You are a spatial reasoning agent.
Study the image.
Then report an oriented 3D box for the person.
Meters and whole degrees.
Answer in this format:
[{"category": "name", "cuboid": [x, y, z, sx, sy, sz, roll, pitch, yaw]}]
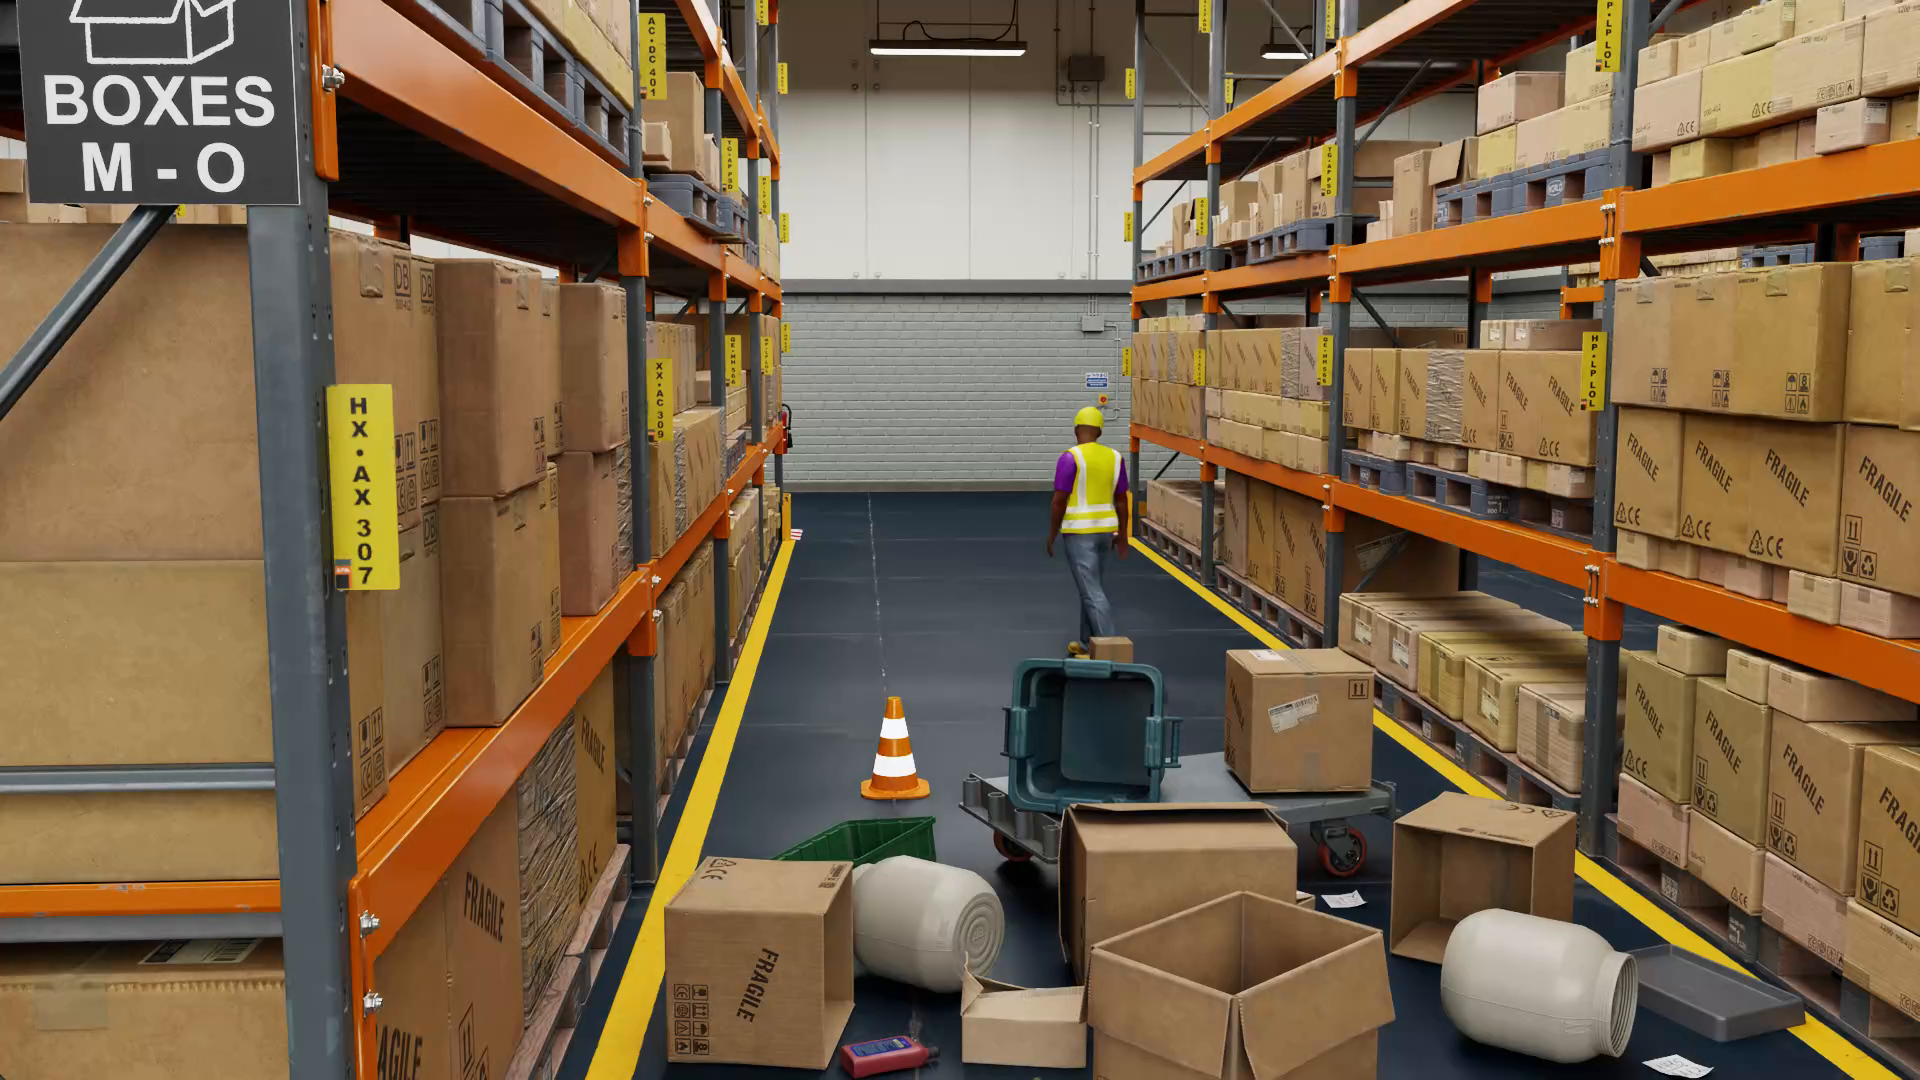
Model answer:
[{"category": "person", "cuboid": [0.907, -0.031, 11.440, 0.592, 1.765, 0.640, -5, 9, -39]}]
